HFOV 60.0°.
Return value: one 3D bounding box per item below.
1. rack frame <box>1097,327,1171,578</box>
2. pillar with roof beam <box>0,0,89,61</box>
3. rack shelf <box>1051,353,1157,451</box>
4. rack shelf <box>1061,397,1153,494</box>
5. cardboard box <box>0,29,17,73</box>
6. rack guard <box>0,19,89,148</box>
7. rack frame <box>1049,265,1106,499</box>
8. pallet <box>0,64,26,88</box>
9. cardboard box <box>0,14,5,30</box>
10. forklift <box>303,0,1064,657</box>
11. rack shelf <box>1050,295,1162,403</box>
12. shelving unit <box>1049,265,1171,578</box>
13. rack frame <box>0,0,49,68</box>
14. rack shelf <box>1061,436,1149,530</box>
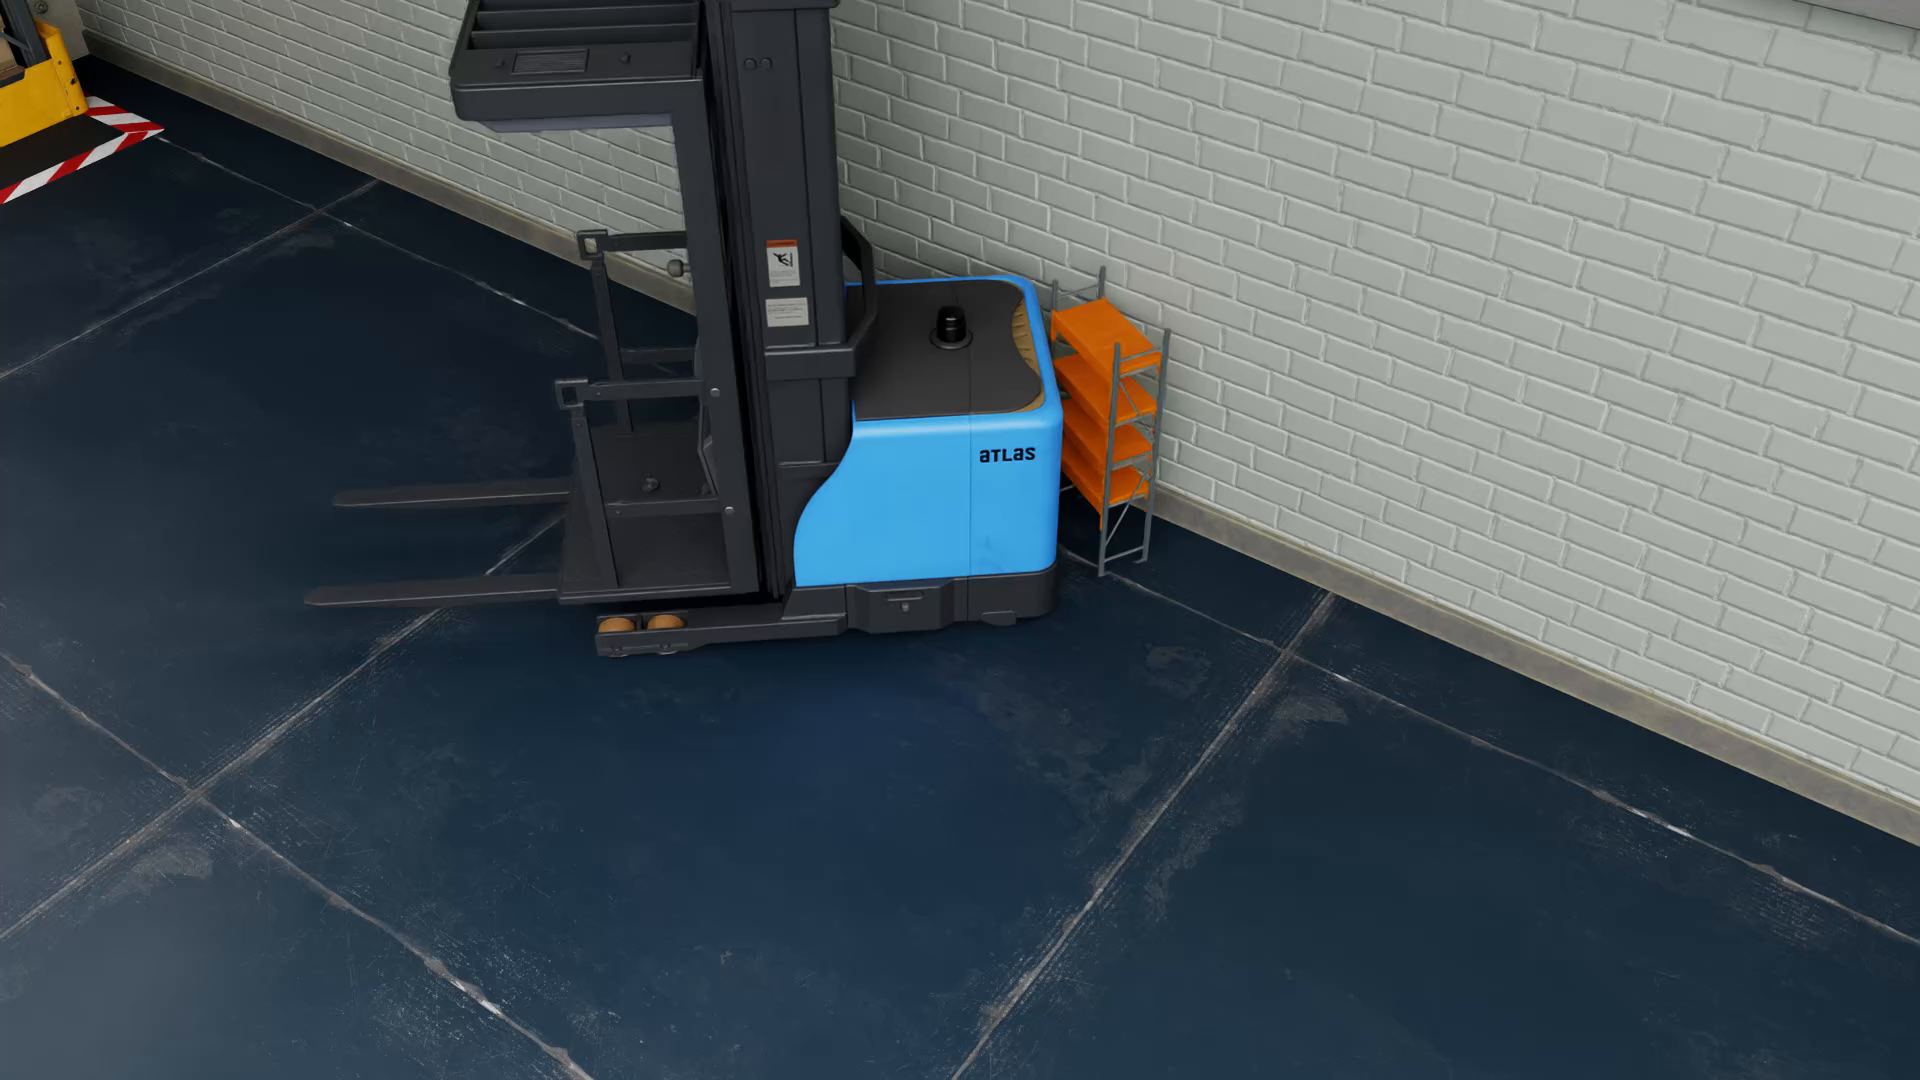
[{"bbox_3d":[0.695,-0.326,6.715,0.240,1.200,0.015,-19,45,-20],"label":"rack frame"},{"bbox_3d":[-8.342,-4.167,5.158,0.400,9.000,9.100,25,48,25],"label":"pillar with roof beam"},{"bbox_3d":[0.586,-0.588,6.773,0.258,0.148,0.480,-19,45,-20],"label":"rack shelf"},{"bbox_3d":[0.586,-0.422,6.922,0.258,0.148,0.480,-19,45,-20],"label":"rack shelf"},{"bbox_3d":[-6.107,-2.950,10.044,0.500,0.250,0.500,25,48,25],"label":"cardboard box"},{"bbox_3d":[-5.797,-2.582,9.761,0.348,0.500,1.175,25,48,25],"label":"rack guard"},{"bbox_3d":[0.476,-0.617,7.040,0.240,1.200,0.015,-19,45,-20],"label":"rack frame"},{"bbox_3d":[-6.467,-2.754,10.169,1.213,0.211,1.003,25,48,25],"label":"pallet"},{"bbox_3d":[-6.083,-3.134,9.876,0.500,0.250,0.500,26,48,26],"label":"cardboard box"},{"bbox_3d":[-1.146,-0.988,6.156,3.031,2.935,1.130,-3,42,-4],"label":"forklift"},{"bbox_3d":[0.586,-0.765,6.616,0.258,0.148,0.480,-19,45,-20],"label":"rack shelf"},{"bbox_3d":[0.586,-0.472,6.878,0.258,1.200,0.503,-19,45,-20],"label":"shelving unit"},{"bbox_3d":[-5.817,-3.523,8.938,0.127,3.000,1.000,25,48,25],"label":"rack frame"},{"bbox_3d":[0.586,-0.274,7.055,0.258,0.148,0.480,-19,45,-20],"label":"rack shelf"}]
